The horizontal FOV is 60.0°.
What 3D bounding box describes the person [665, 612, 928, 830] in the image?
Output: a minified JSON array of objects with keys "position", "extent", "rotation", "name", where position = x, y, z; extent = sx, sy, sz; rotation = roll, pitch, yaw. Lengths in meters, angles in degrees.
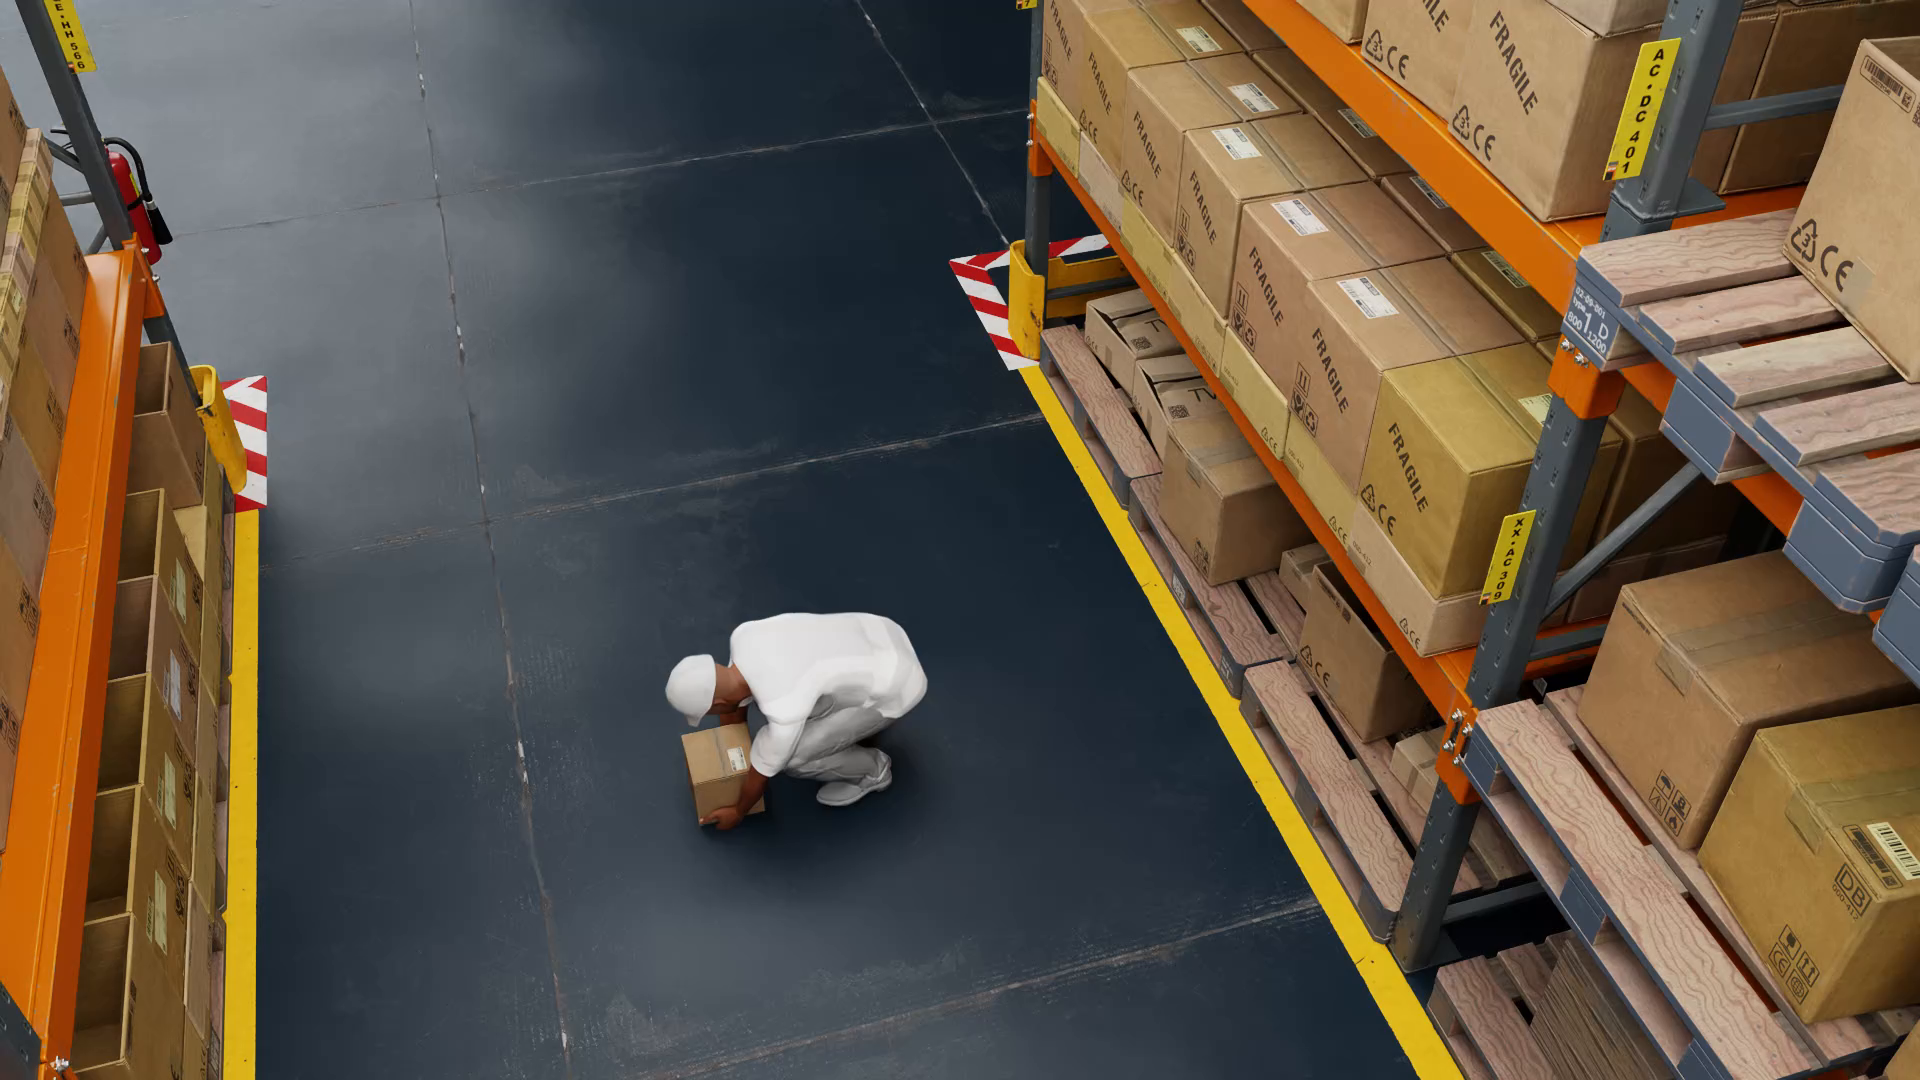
[{"position":[-0.592,0.651,6.185],"extent":[0.949,0.845,0.534],"rotation":[-13,44,-14],"name":"person"}]
